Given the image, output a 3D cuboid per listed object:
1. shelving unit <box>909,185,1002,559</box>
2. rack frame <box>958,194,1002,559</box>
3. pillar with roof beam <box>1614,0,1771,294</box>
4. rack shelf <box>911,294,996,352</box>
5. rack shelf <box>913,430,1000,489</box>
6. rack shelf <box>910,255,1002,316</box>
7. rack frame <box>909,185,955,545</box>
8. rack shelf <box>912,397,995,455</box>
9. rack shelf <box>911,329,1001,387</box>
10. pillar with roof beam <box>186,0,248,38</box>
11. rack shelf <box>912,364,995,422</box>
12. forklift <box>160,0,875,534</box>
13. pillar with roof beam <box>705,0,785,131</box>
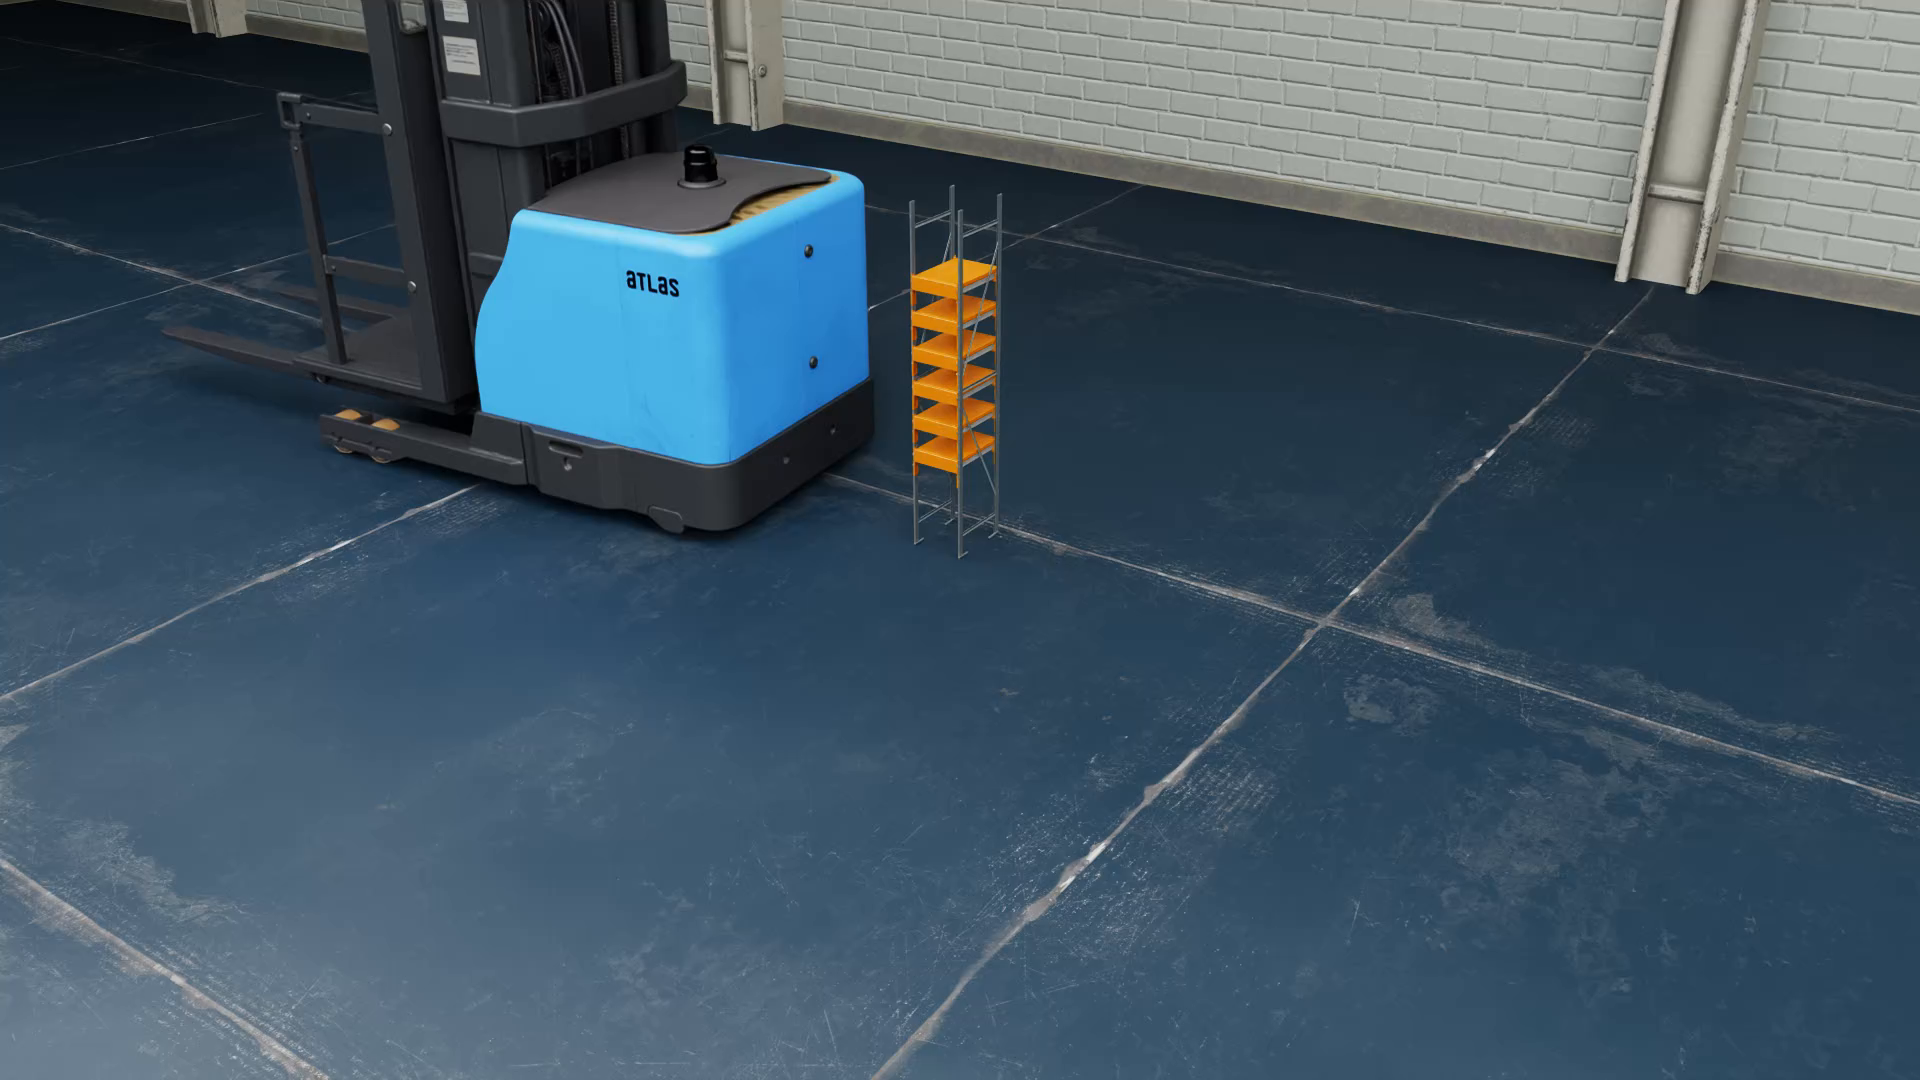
[{"bbox_3d":[-0.012,-0.538,5.485,0.189,1.200,0.258,17,32,30],"label":"shelving unit"},{"bbox_3d":[0.063,-0.515,5.439,0.006,1.200,0.240,17,32,30],"label":"rack frame"},{"bbox_3d":[1.077,-3.704,3.106,0.400,9.000,9.100,17,32,30],"label":"pillar with roof beam"},{"bbox_3d":[-0.012,-0.713,5.396,0.180,0.103,0.258,17,32,30],"label":"rack shelf"},{"bbox_3d":[-0.012,-0.285,5.614,0.180,0.103,0.258,17,32,30],"label":"rack shelf"},{"bbox_3d":[-0.012,-0.820,5.342,0.180,0.103,0.258,17,32,30],"label":"rack shelf"},{"bbox_3d":[-0.087,-0.562,5.531,0.006,1.200,0.240,17,32,30],"label":"rack frame"},{"bbox_3d":[-0.012,-0.392,5.560,0.180,0.103,0.258,17,32,30],"label":"rack shelf"},{"bbox_3d":[-0.012,-0.606,5.451,0.180,0.103,0.258,17,32,30],"label":"rack shelf"},{"bbox_3d":[-8.815,-6.785,9.161,0.400,9.000,9.100,17,32,30],"label":"pillar with roof beam"},{"bbox_3d":[-0.012,-0.499,5.505,0.180,0.103,0.258,17,32,30],"label":"rack shelf"},{"bbox_3d":[-1.872,-1.791,6.039,3.031,2.935,1.130,14,30,25],"label":"forklift"},{"bbox_3d":[-3.869,-5.245,6.134,0.400,9.000,9.100,17,32,30],"label":"pillar with roof beam"}]
